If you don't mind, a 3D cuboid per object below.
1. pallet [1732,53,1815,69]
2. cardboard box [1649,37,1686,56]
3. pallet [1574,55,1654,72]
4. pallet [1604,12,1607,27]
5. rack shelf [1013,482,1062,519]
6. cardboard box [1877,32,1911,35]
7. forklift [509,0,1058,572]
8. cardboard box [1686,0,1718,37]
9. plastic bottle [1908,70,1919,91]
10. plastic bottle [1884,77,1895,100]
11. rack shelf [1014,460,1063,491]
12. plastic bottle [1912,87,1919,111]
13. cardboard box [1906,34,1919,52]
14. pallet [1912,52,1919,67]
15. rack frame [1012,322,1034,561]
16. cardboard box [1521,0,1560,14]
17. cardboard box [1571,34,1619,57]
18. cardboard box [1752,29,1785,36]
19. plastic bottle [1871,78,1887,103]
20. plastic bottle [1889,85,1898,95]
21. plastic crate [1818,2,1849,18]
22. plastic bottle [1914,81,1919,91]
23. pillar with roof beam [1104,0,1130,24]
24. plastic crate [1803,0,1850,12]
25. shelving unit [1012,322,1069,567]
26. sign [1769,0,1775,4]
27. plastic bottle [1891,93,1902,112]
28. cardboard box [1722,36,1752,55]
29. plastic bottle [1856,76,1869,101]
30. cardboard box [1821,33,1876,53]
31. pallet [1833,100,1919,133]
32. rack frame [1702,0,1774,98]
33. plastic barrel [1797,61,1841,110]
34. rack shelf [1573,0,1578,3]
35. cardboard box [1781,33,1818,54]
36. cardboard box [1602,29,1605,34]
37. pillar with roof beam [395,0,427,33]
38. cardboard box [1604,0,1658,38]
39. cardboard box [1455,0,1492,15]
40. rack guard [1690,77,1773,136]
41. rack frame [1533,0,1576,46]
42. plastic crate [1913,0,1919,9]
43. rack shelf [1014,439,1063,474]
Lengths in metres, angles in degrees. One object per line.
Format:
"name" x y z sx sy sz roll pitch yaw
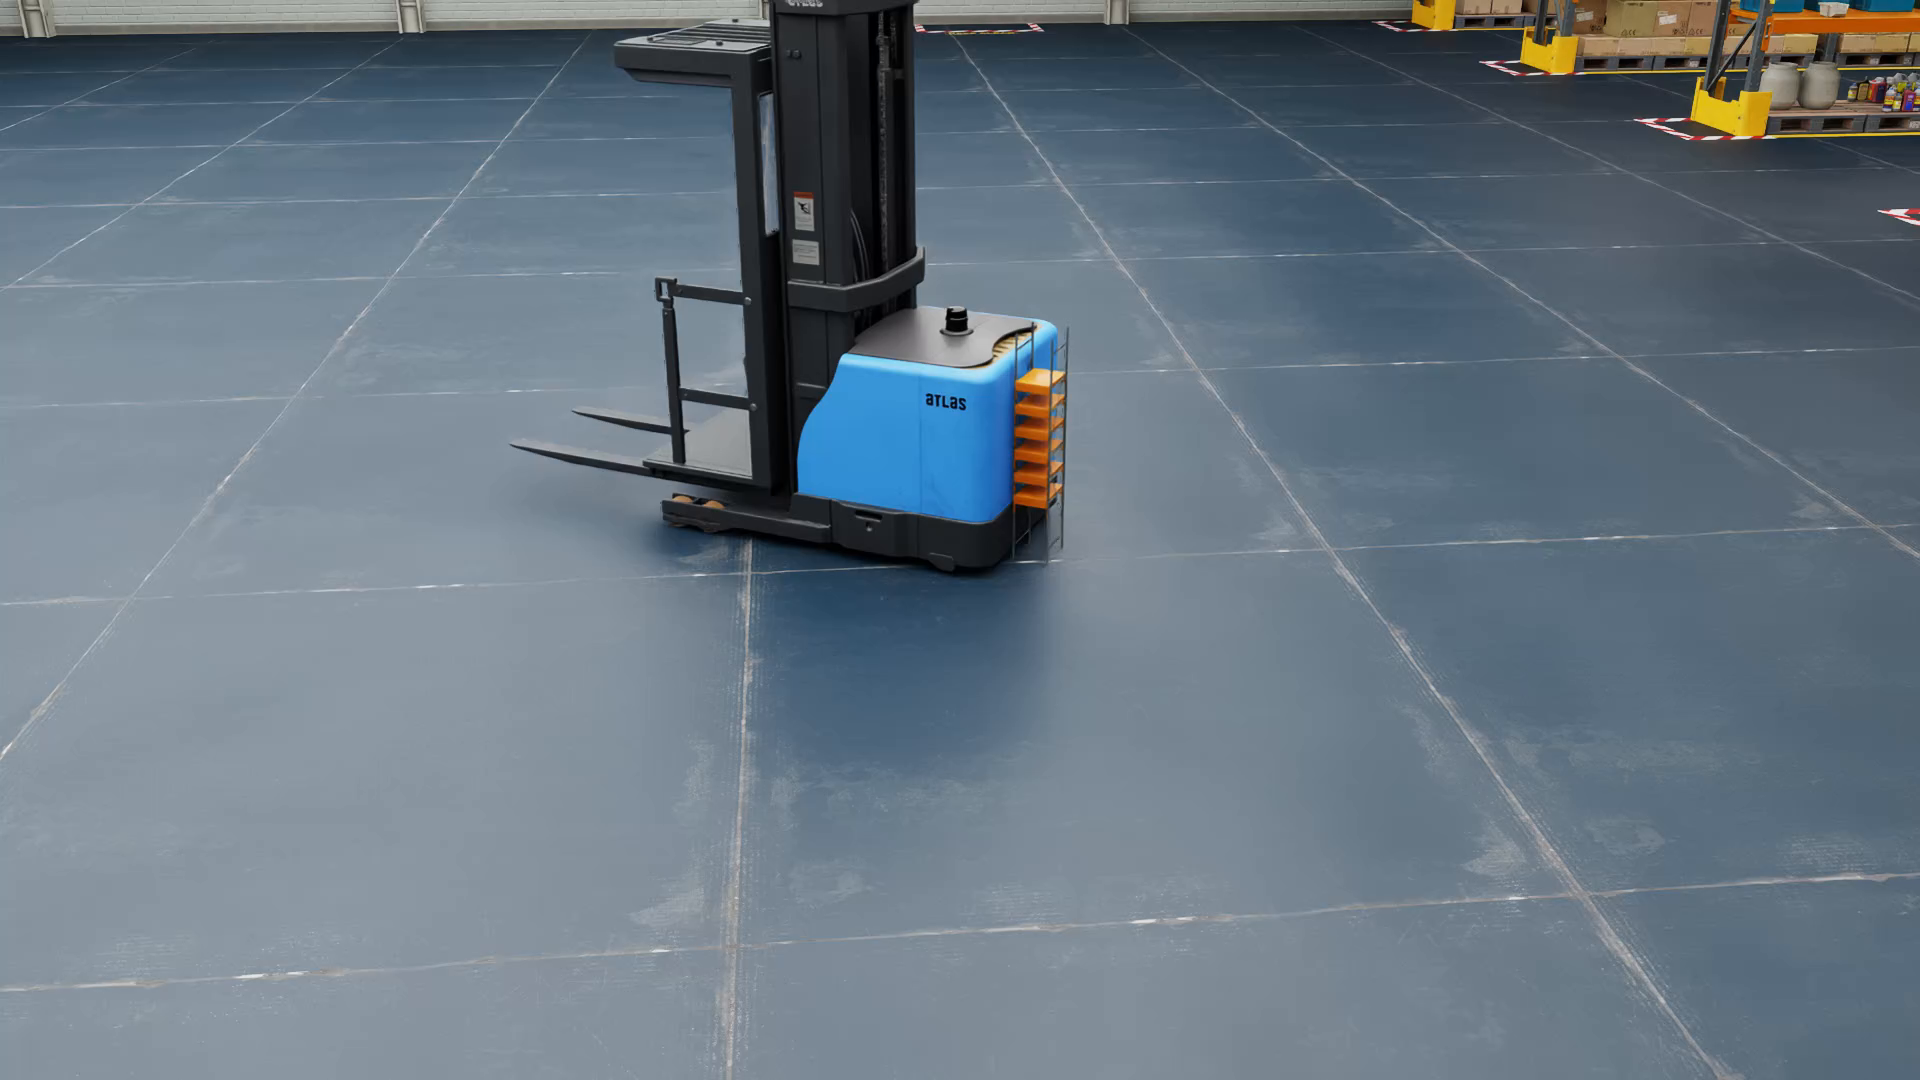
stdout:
"pallet" 11.766 -7.141 24.556 1.213 0.211 1.003 -2 24 -5
"cardboard box" 10.131 -7.179 24.076 0.500 0.250 0.500 -2 24 -5
"pallet" 9.337 -7.044 24.337 1.213 0.211 1.003 -2 24 -5
"pallet" 11.406 -9.117 29.002 1.213 0.211 1.003 -2 24 -5
"rack shelf" 0.401 -0.213 8.453 0.180 0.103 0.258 10 26 21
"cardboard box" 13.495 -7.555 24.233 0.500 0.311 0.500 -3 24 -6
"forklift" -1.040 -1.561 8.652 3.031 2.935 1.130 10 26 21
"cardboard box" 10.629 -7.539 23.963 0.500 0.500 0.500 -2 24 -5
"plastic bottle" 11.589 -5.529 20.217 0.185 0.351 0.144 -2 24 -6
"plastic bottle" 11.240 -5.480 20.197 0.135 0.276 0.152 -3 24 -7
"rack shelf" 0.401 -0.323 8.404 0.180 0.103 0.258 10 26 21
"plastic bottle" 11.240 -5.183 19.534 0.097 0.271 0.097 0 24 0
"cardboard box" 14.011 -7.323 24.401 0.500 0.250 0.500 -3 24 -7
"pallet" 14.507 -7.251 24.804 1.213 0.211 1.003 -2 24 -5
"rack frame" 0.317 -0.488 8.370 0.006 1.200 0.240 10 26 21
"cardboard box" 10.090 -9.354 28.639 0.500 0.500 0.700 -4 24 -8
"cardboard box" 9.136 -7.137 23.983 0.500 0.250 0.500 -2 24 -5
"cardboard box" 11.622 -7.586 24.069 0.500 0.500 0.500 -2 24 -5
"plastic bottle" 11.113 -5.434 20.086 0.133 0.283 0.061 -2 24 -5
"plastic bottle" 11.271 -5.396 20.100 0.097 0.201 0.097 0 24 0
"plastic crate" 9.986 -6.053 19.001 0.250 0.136 0.298 -2 24 -5
"plastic bottle" 11.629 -5.436 20.100 0.135 0.276 0.152 -2 24 -5
"pillar with roof beam" 3.154 -11.412 23.346 0.400 9.000 9.100 -2 24 -5
"plastic crate" 10.179 -6.365 19.560 0.408 0.251 0.499 -2 24 -5
"shelving unit" 0.401 -0.473 8.337 0.189 1.200 0.258 10 26 21
"sign" 9.113 -6.172 18.602 0.005 0.325 0.100 -2 24 -5
"plastic bottle" 11.002 -5.141 19.527 0.097 0.201 0.097 0 24 0
"cardboard box" 11.126 -7.217 24.162 0.500 0.250 0.500 -2 24 -5
"plastic bottle" 10.963 -5.490 20.212 0.133 0.283 0.061 -2 24 -4
"cardboard box" 12.987 -7.281 24.307 0.500 0.250 0.500 -3 24 -6
"pallet" 11.155 -5.094 19.950 1.213 0.211 1.003 -2 24 -5
"rack frame" 9.064 -6.268 19.159 0.127 3.000 1.000 -2 24 -5
"plastic barrel" 10.210 -5.400 19.753 0.421 0.512 0.421 0 24 0
"rack shelf" 10.571 -8.022 23.990 4.000 0.370 1.077 -2 24 -5
"cardboard box" 12.121 -7.259 24.256 0.500 0.250 0.500 -2 24 -5
"cardboard box" 9.581 -7.372 24.510 0.500 0.250 0.500 -2 24 -5
"pillar with roof beam" -8.788 -10.933 22.268 0.400 9.000 9.100 -2 24 -5
"cardboard box" 9.633 -7.501 23.877 0.500 0.500 0.500 -2 24 -5
"cardboard box" 8.787 -9.236 28.605 0.500 0.311 0.500 -5 24 -11
"rack guard" 9.135 -5.148 19.717 0.348 0.500 1.175 -2 24 -5
"rack frame" 8.580 -8.270 23.664 0.127 3.000 1.000 -2 24 -5
"plastic crate" 11.666 -6.391 19.696 0.662 0.188 0.450 -2 24 -5
"rack shelf" 0.401 -0.432 8.355 0.180 0.103 0.258 10 26 21
